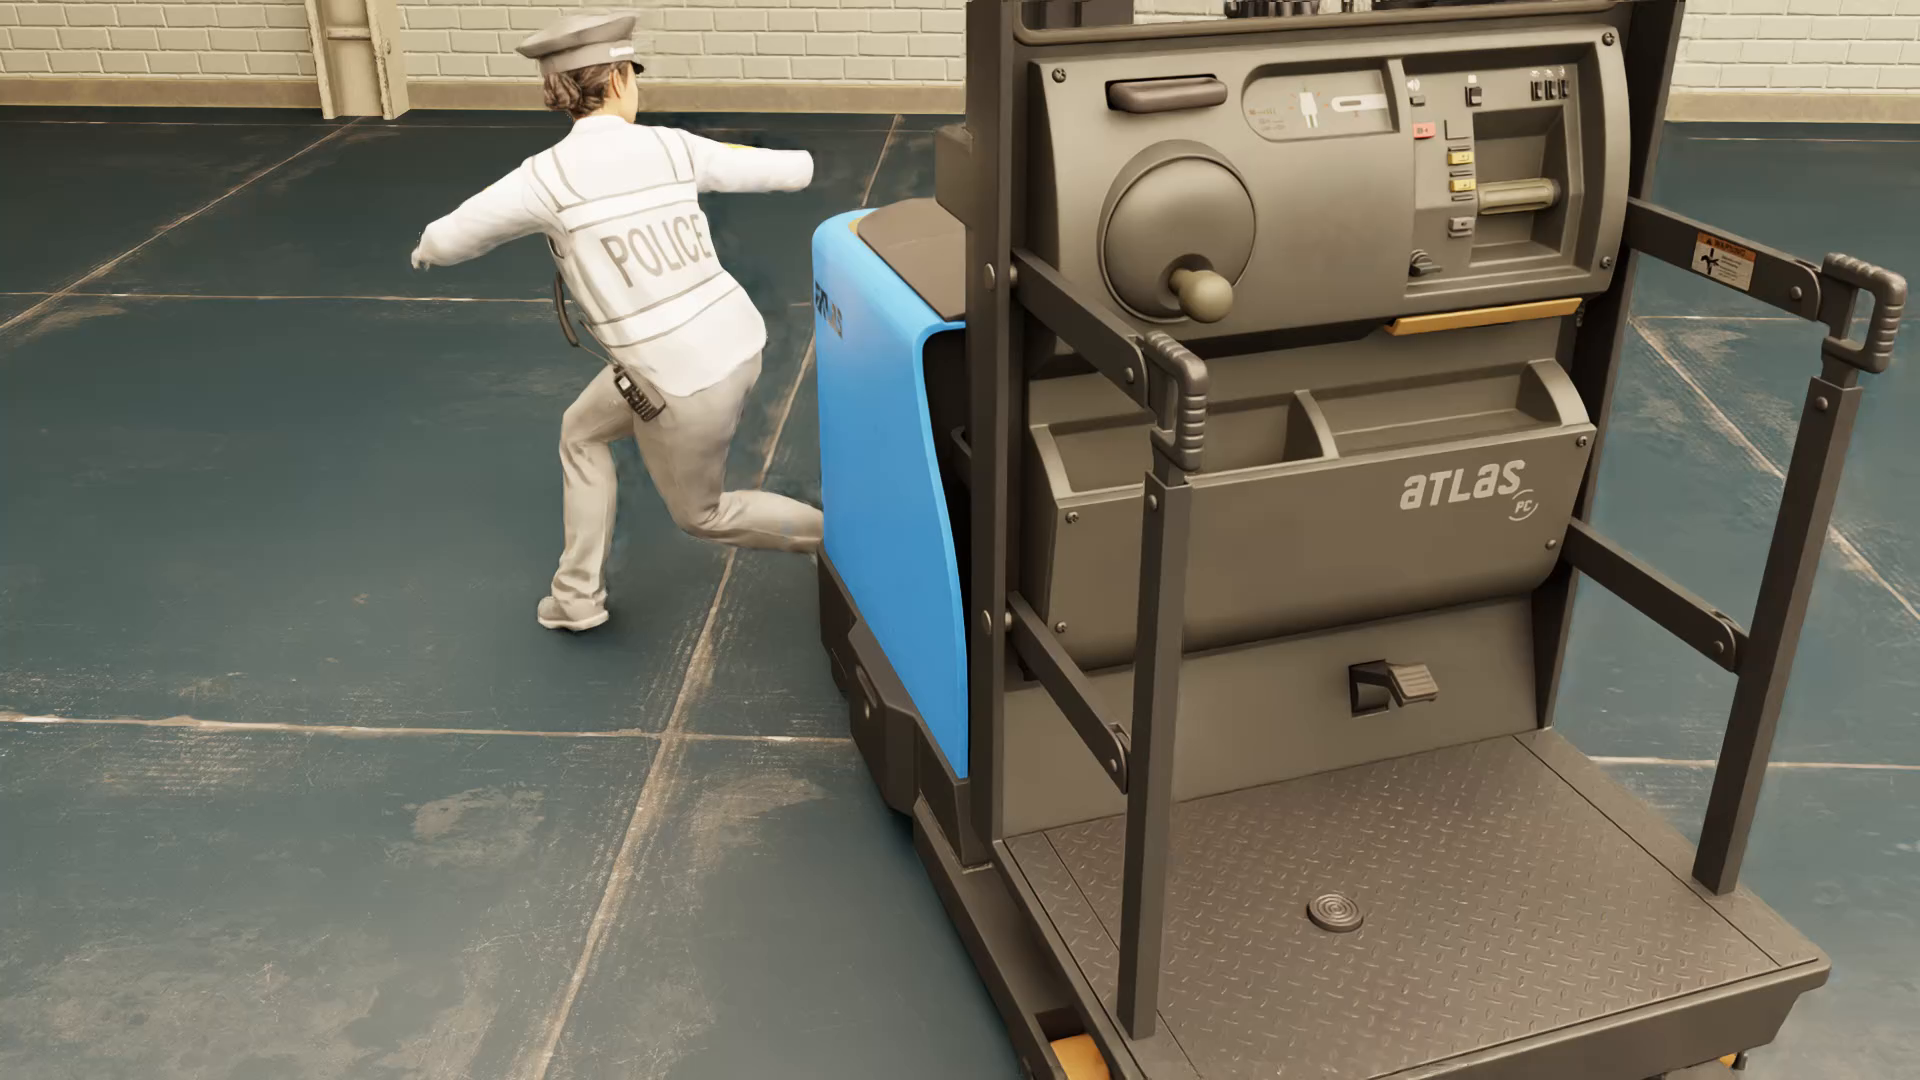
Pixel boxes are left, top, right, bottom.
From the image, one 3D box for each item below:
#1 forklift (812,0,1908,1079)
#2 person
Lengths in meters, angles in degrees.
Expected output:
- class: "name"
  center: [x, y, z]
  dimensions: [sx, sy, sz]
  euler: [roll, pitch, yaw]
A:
- class: "forklift"
  center: [0.628, -0.492, 2.206]
  dimensions: [1.130, 2.935, 3.031]
  euler: [-8, 28, -17]
- class: "person"
  center: [-0.730, -0.493, 3.904]
  dimensions: [1.065, 1.464, 0.821]
  euler: [13, 29, 24]
